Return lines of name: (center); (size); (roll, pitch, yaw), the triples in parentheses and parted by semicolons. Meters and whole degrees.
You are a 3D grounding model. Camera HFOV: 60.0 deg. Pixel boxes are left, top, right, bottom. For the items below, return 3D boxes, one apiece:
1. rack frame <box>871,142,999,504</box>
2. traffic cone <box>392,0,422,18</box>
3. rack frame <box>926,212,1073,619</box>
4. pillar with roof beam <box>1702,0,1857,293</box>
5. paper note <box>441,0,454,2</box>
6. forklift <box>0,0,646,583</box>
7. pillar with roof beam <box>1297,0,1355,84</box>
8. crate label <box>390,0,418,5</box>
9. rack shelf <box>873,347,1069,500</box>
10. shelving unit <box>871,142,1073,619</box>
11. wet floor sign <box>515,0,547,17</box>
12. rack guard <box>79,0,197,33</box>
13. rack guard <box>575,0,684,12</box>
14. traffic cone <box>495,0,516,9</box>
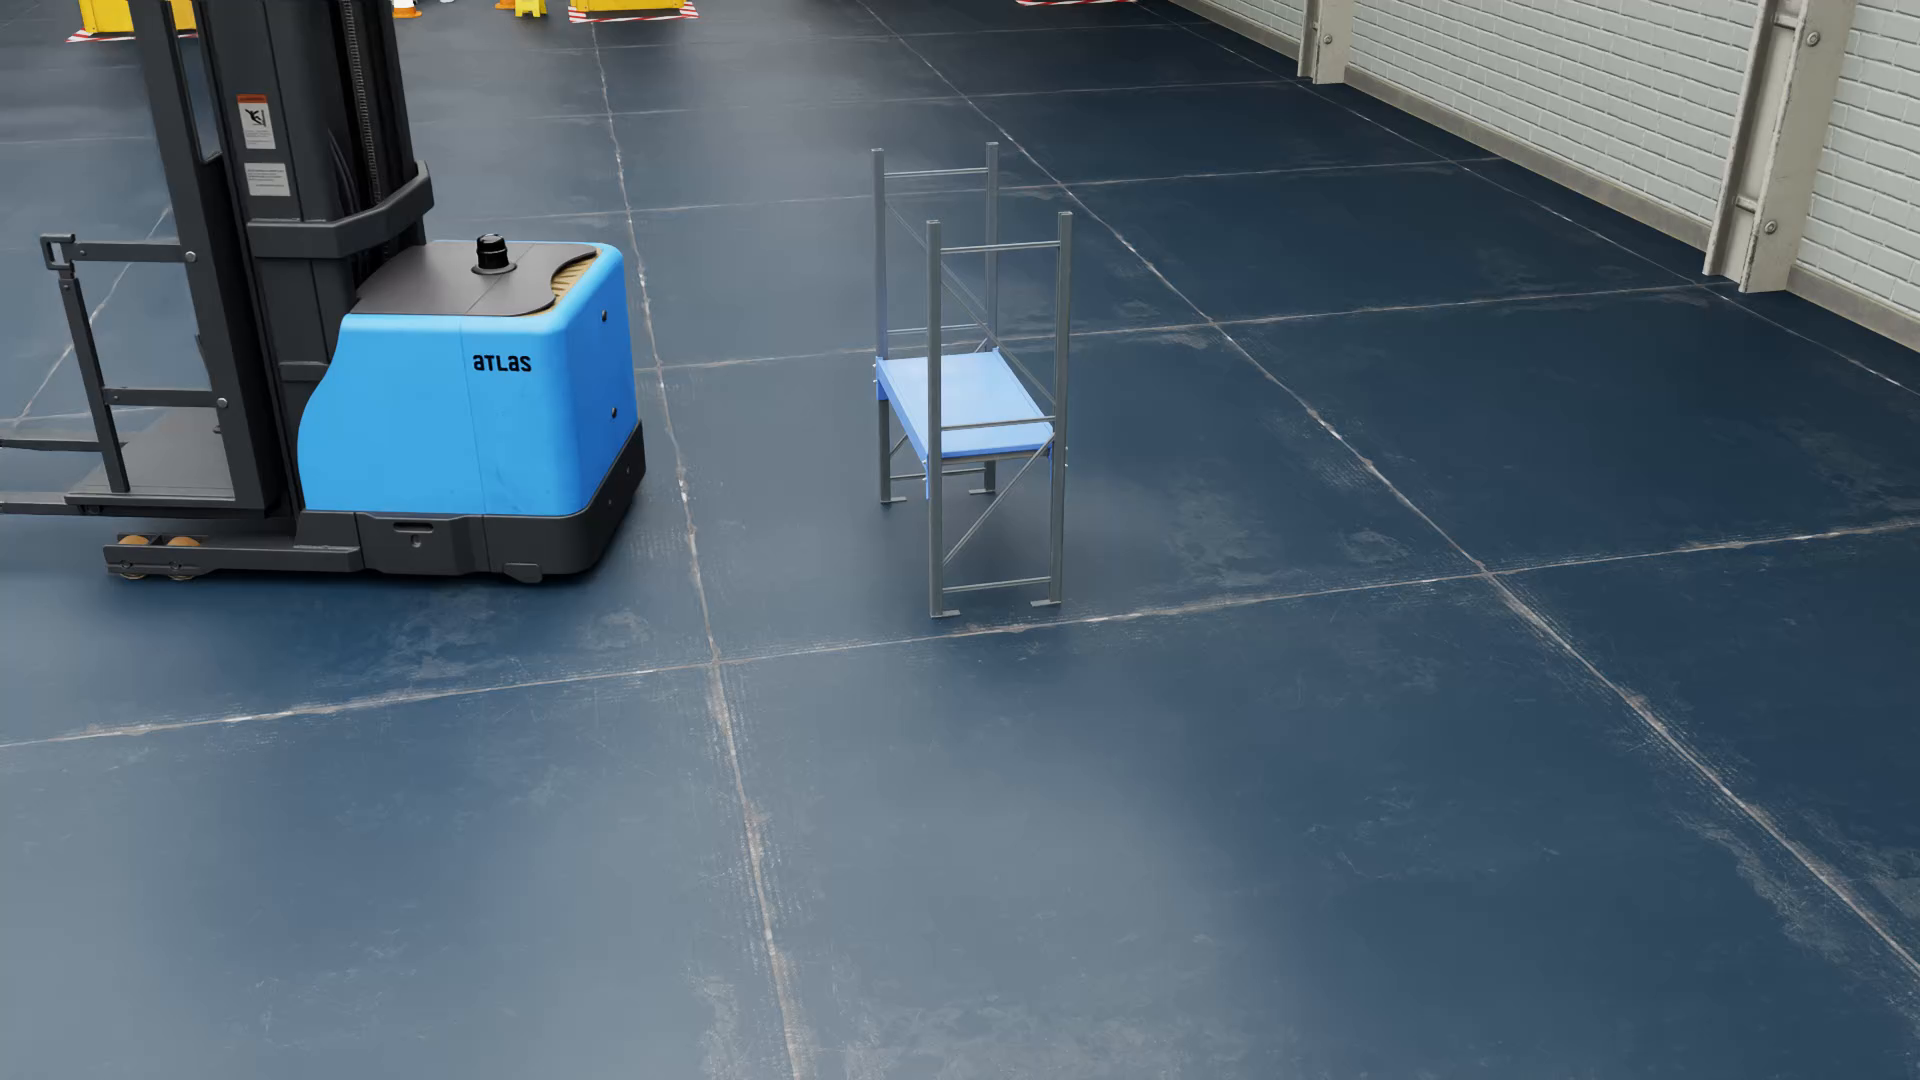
rack frame: (-0.095, -0.855, 6.780); (0.500, 1.500, 0.032); (-6, 27, -12)
traffic cone: (-6.006, -5.890, 17.906); (0.336, 0.463, 0.334); (-6, 27, -12)
rack frame: (0.134, -0.409, 5.896); (0.500, 1.500, 0.032); (-6, 27, -12)
pillar with roof beam: (0.419, -5.103, 6.873); (9.100, 9.000, 0.400); (-6, 27, -12)
paper note: (-5.800, -6.114, 18.830); (0.148, 0.019, 0.142); (-16, 31, -29)
forklift: (-2.892, -1.387, 6.245); (3.031, 2.935, 1.130); (2, 27, 3)
pillar with roof beam: (-0.934, -7.737, 12.091); (9.100, 9.000, 0.400); (-6, 27, -12)
crate label: (-6.244, -6.083, 18.651); (0.250, 0.136, 0.298); (-23, 35, -38)
rack shelf: (0.019, -0.472, 6.419); (0.538, 0.185, 1.000); (-6, 27, -12)
shelving unit: (0.019, -0.632, 6.338); (0.538, 1.500, 1.048); (-6, 27, -12)
wet floor sign: (-4.647, -5.984, 17.889); (0.267, 0.644, 0.232); (3, 27, 6)
rack guard: (-8.442, -5.553, 17.197); (1.175, 0.500, 0.348); (-6, 27, -12)
rack guard: (-3.665, -6.144, 18.368); (1.175, 0.500, 0.348); (-6, 27, -12)
traffic cone: (-5.002, -6.152, 18.425); (0.336, 0.463, 0.334); (-6, 27, -12)
